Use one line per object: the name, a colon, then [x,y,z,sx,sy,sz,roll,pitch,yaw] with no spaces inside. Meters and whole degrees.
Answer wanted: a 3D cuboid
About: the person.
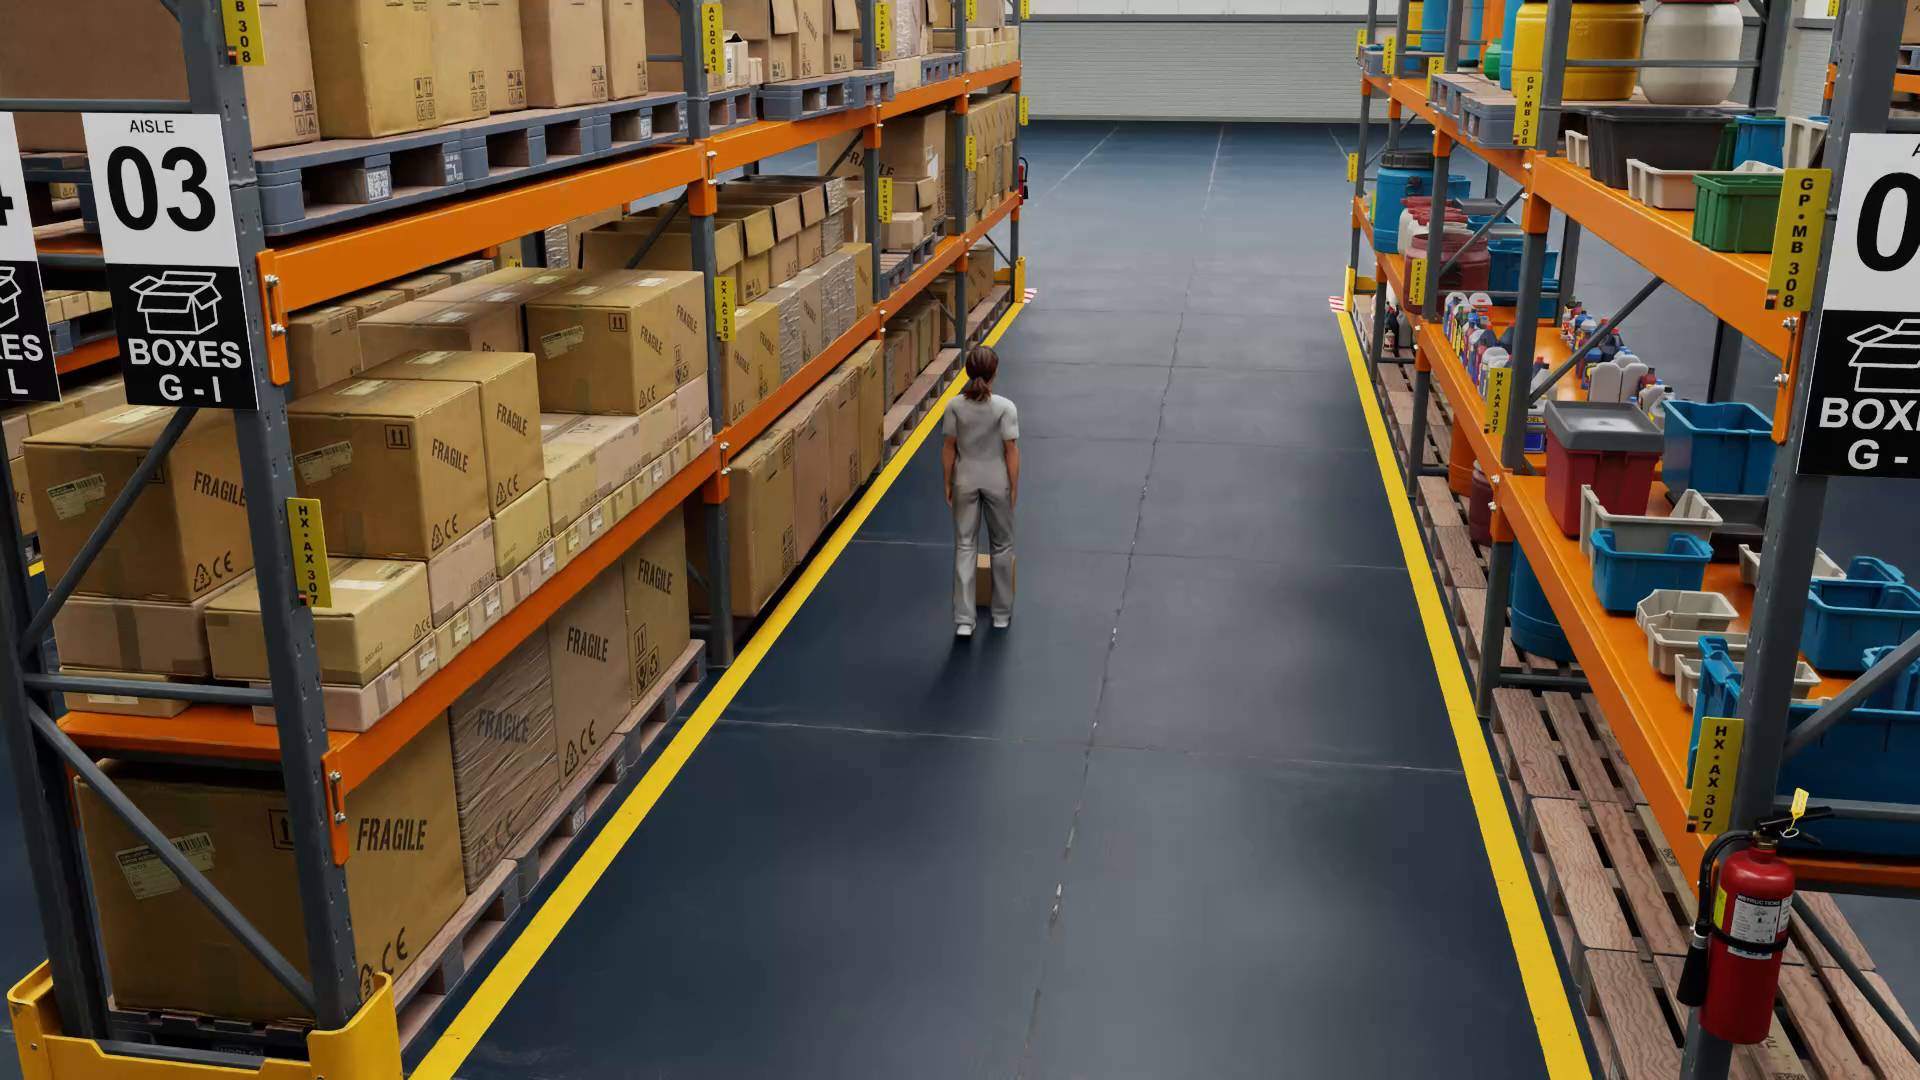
person: [0.126,-0.290,9.475,0.441,1.676,0.519,3,18,9]
